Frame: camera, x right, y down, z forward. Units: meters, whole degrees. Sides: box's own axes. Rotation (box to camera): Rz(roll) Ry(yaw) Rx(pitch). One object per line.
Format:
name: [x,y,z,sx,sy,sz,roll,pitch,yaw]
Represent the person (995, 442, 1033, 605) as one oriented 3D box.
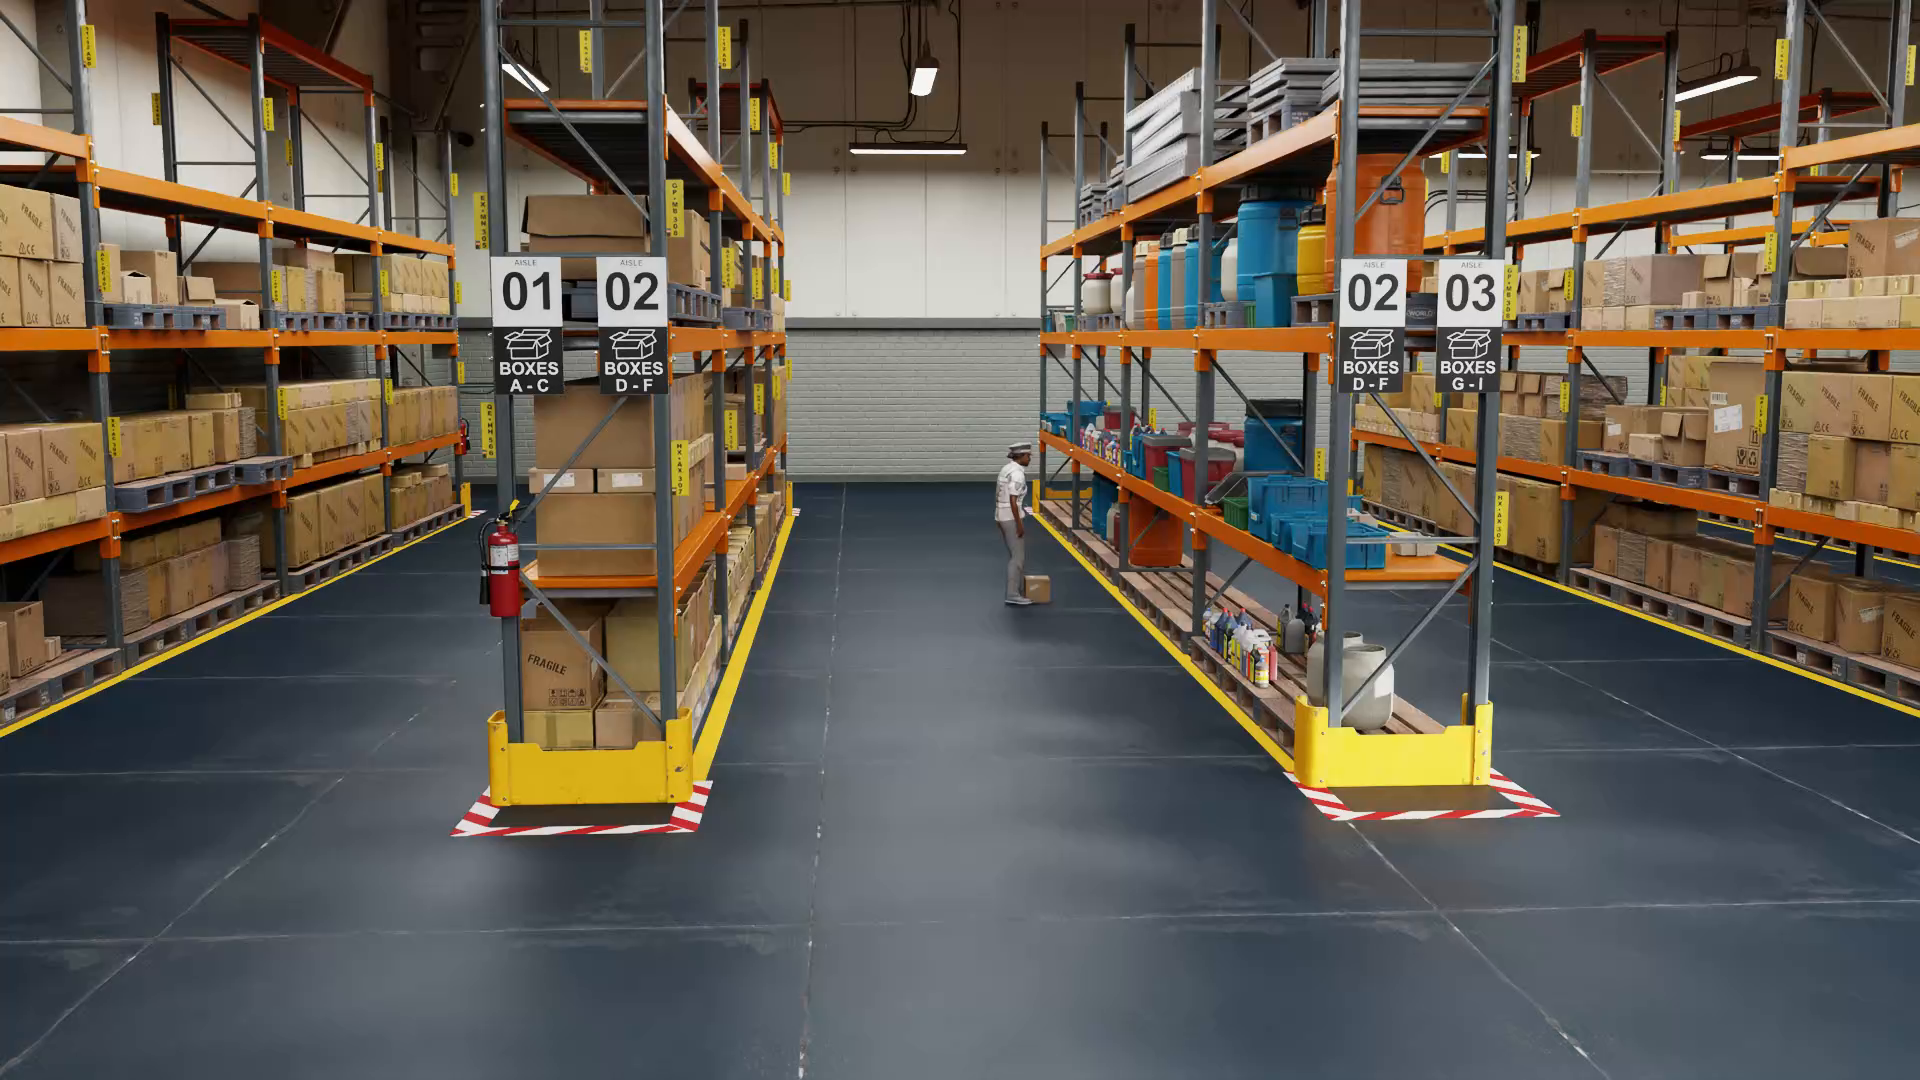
person: [0.583,-0.181,17.245,0.427,1.657,0.522,-1,7,-7]
